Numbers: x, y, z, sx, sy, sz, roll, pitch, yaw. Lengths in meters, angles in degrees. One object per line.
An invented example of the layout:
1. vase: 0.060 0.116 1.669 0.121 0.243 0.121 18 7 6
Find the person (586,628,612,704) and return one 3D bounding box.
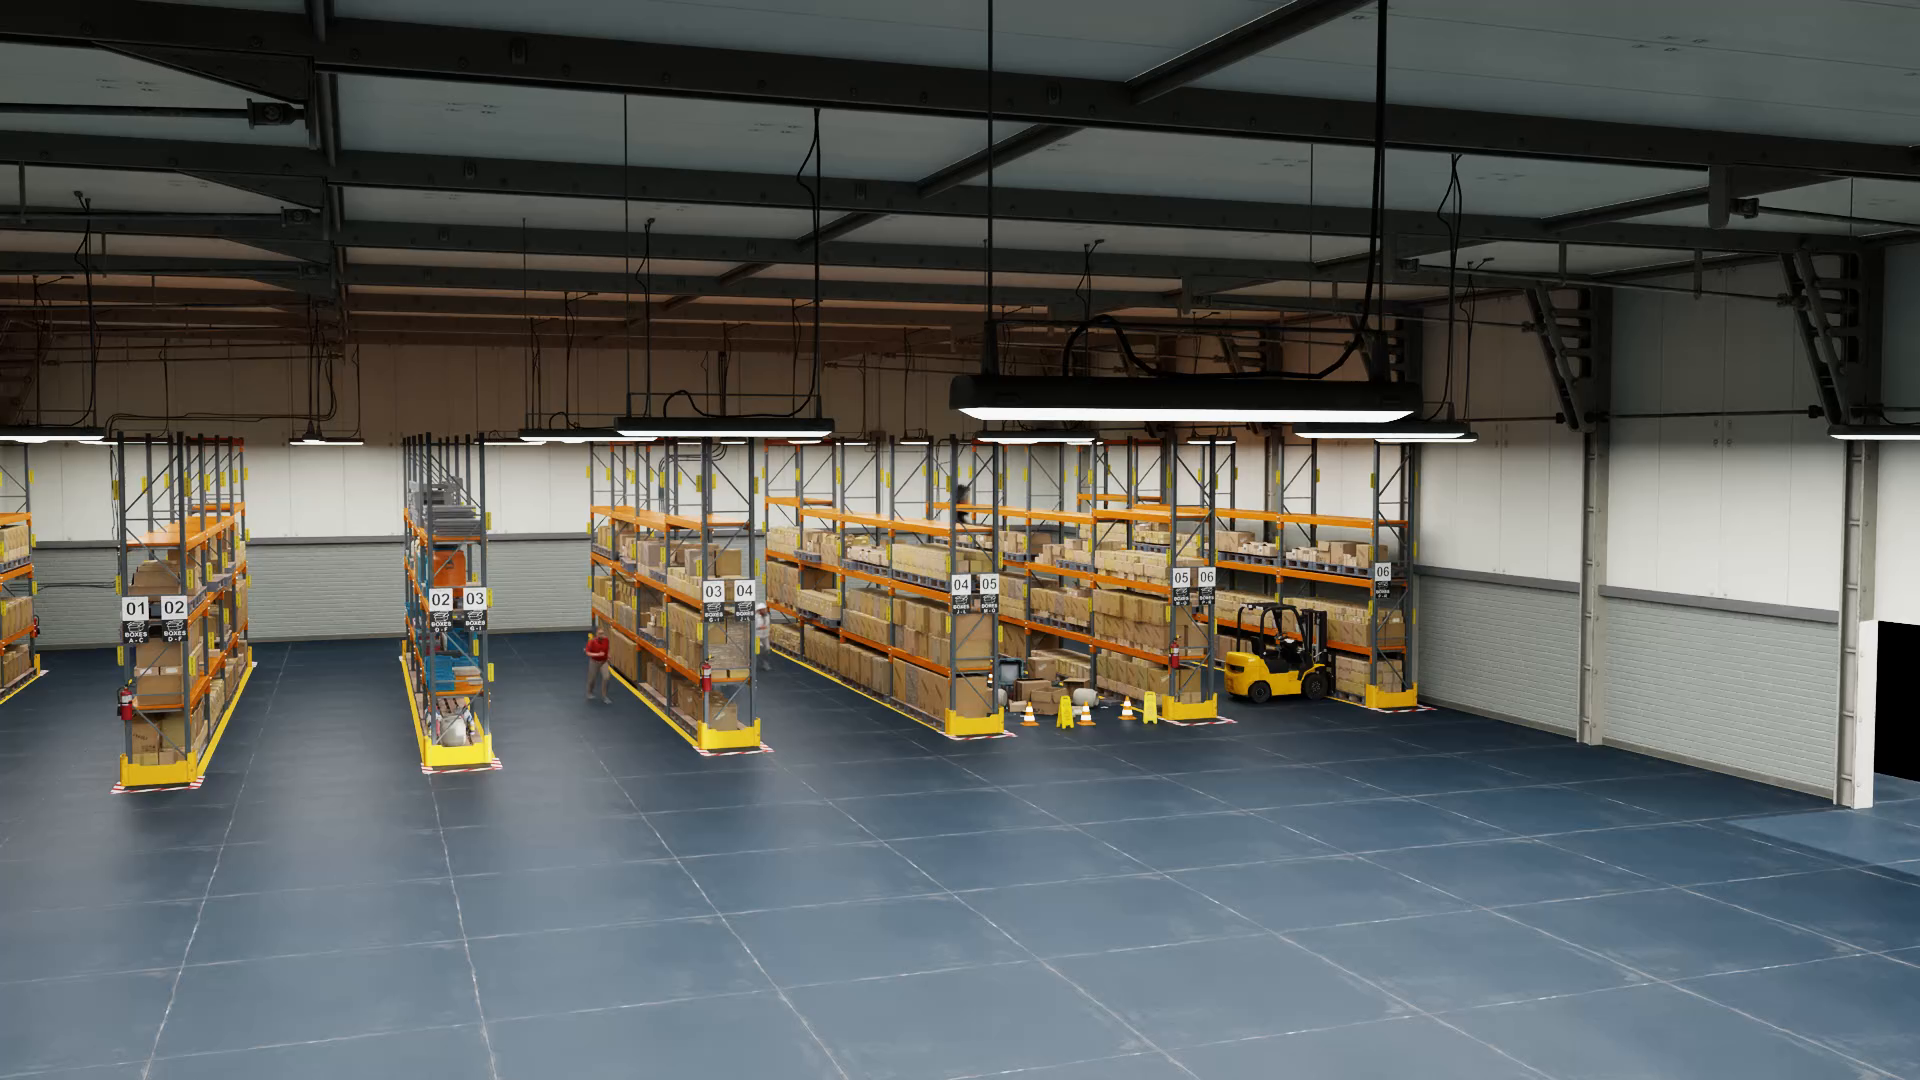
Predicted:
1. person: -8.124 2.817 37.371 0.667 1.713 1.000 -2 4 -31

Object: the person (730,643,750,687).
1. person: -5.386 2.684 39.872 0.834 1.739 0.668 1 3 23

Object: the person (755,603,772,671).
1. person: -5.138 2.477 42.883 0.652 1.748 0.974 -2 4 -27
